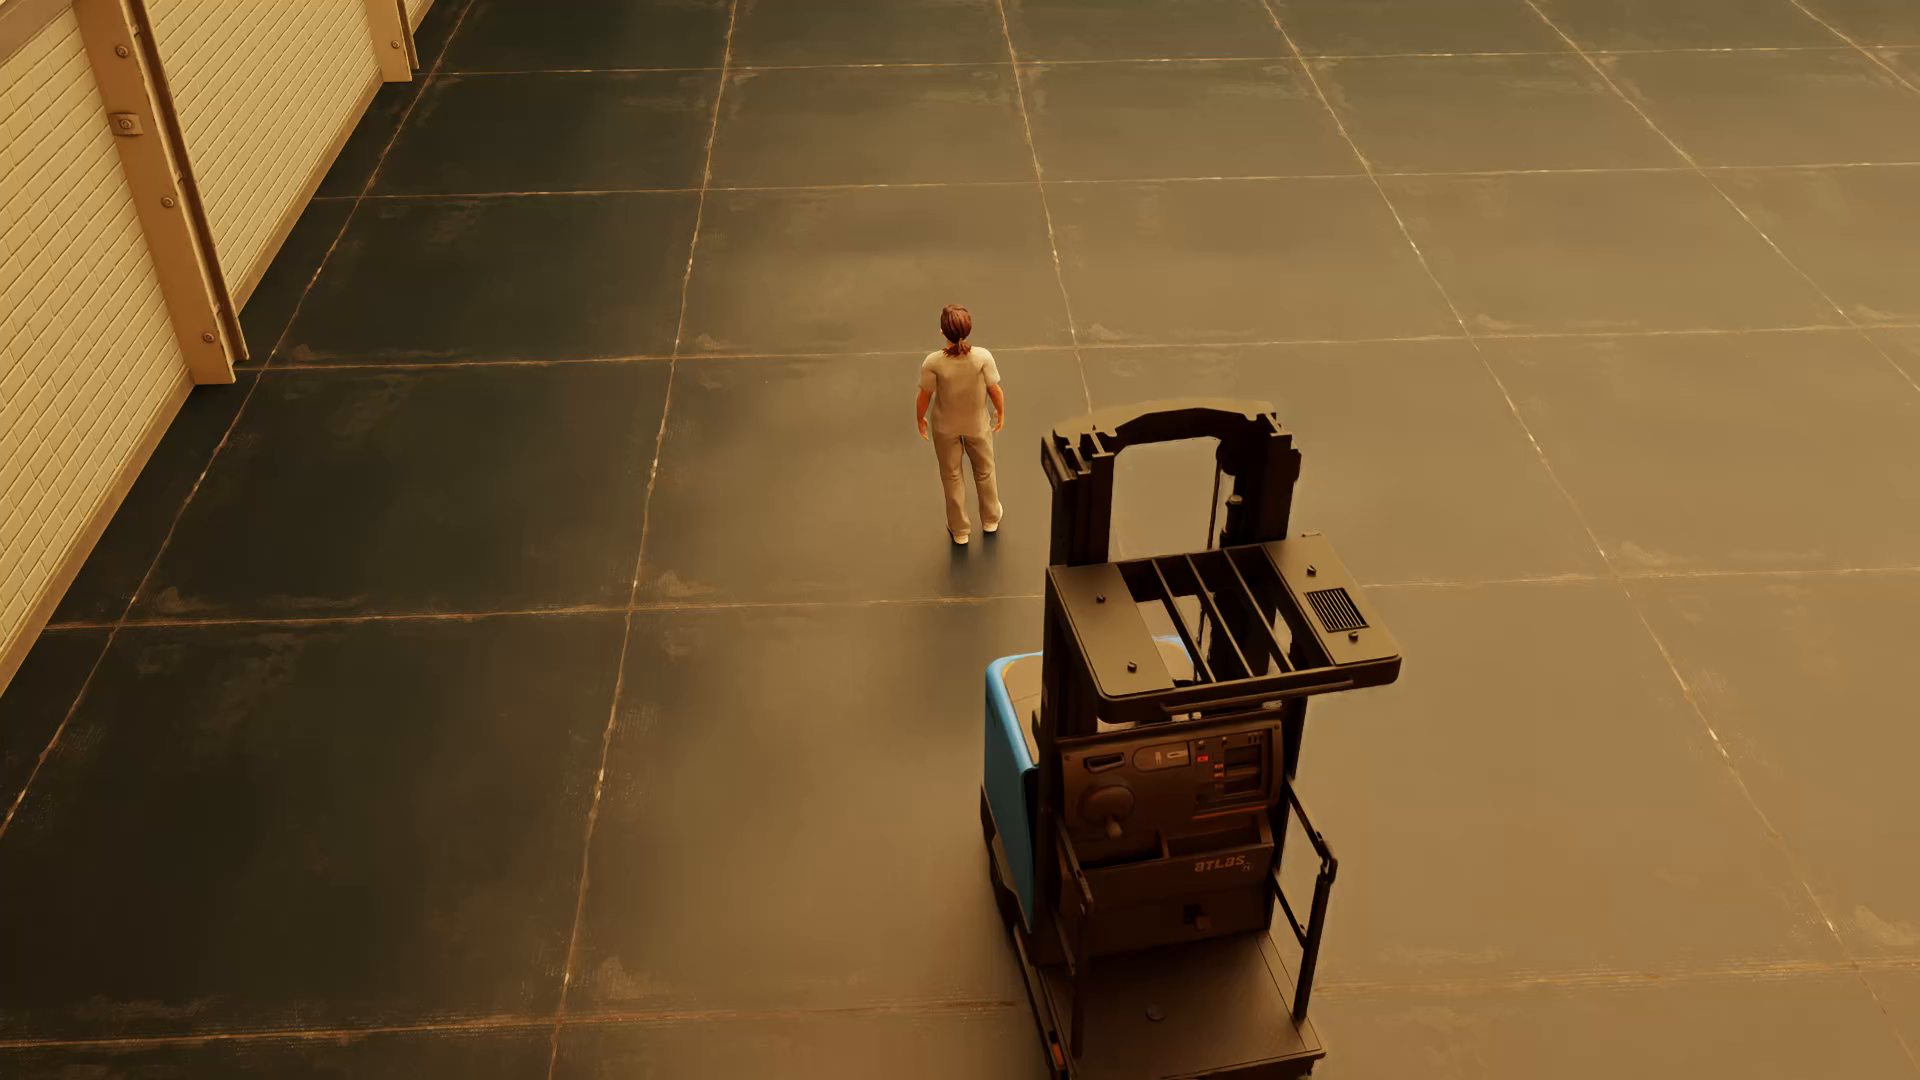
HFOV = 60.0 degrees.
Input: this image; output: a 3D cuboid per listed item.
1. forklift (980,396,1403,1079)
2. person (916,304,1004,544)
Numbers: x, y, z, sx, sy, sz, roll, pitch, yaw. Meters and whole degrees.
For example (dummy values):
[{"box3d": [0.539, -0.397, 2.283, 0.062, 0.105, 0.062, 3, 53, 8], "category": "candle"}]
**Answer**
[{"box3d": [0.911, 1.037, 6.586, 1.130, 2.935, 3.031, -7, 37, -10], "category": "forklift"}, {"box3d": [0.010, -0.727, 10.062, 0.549, 1.675, 0.549, -2, 36, -2], "category": "person"}]
